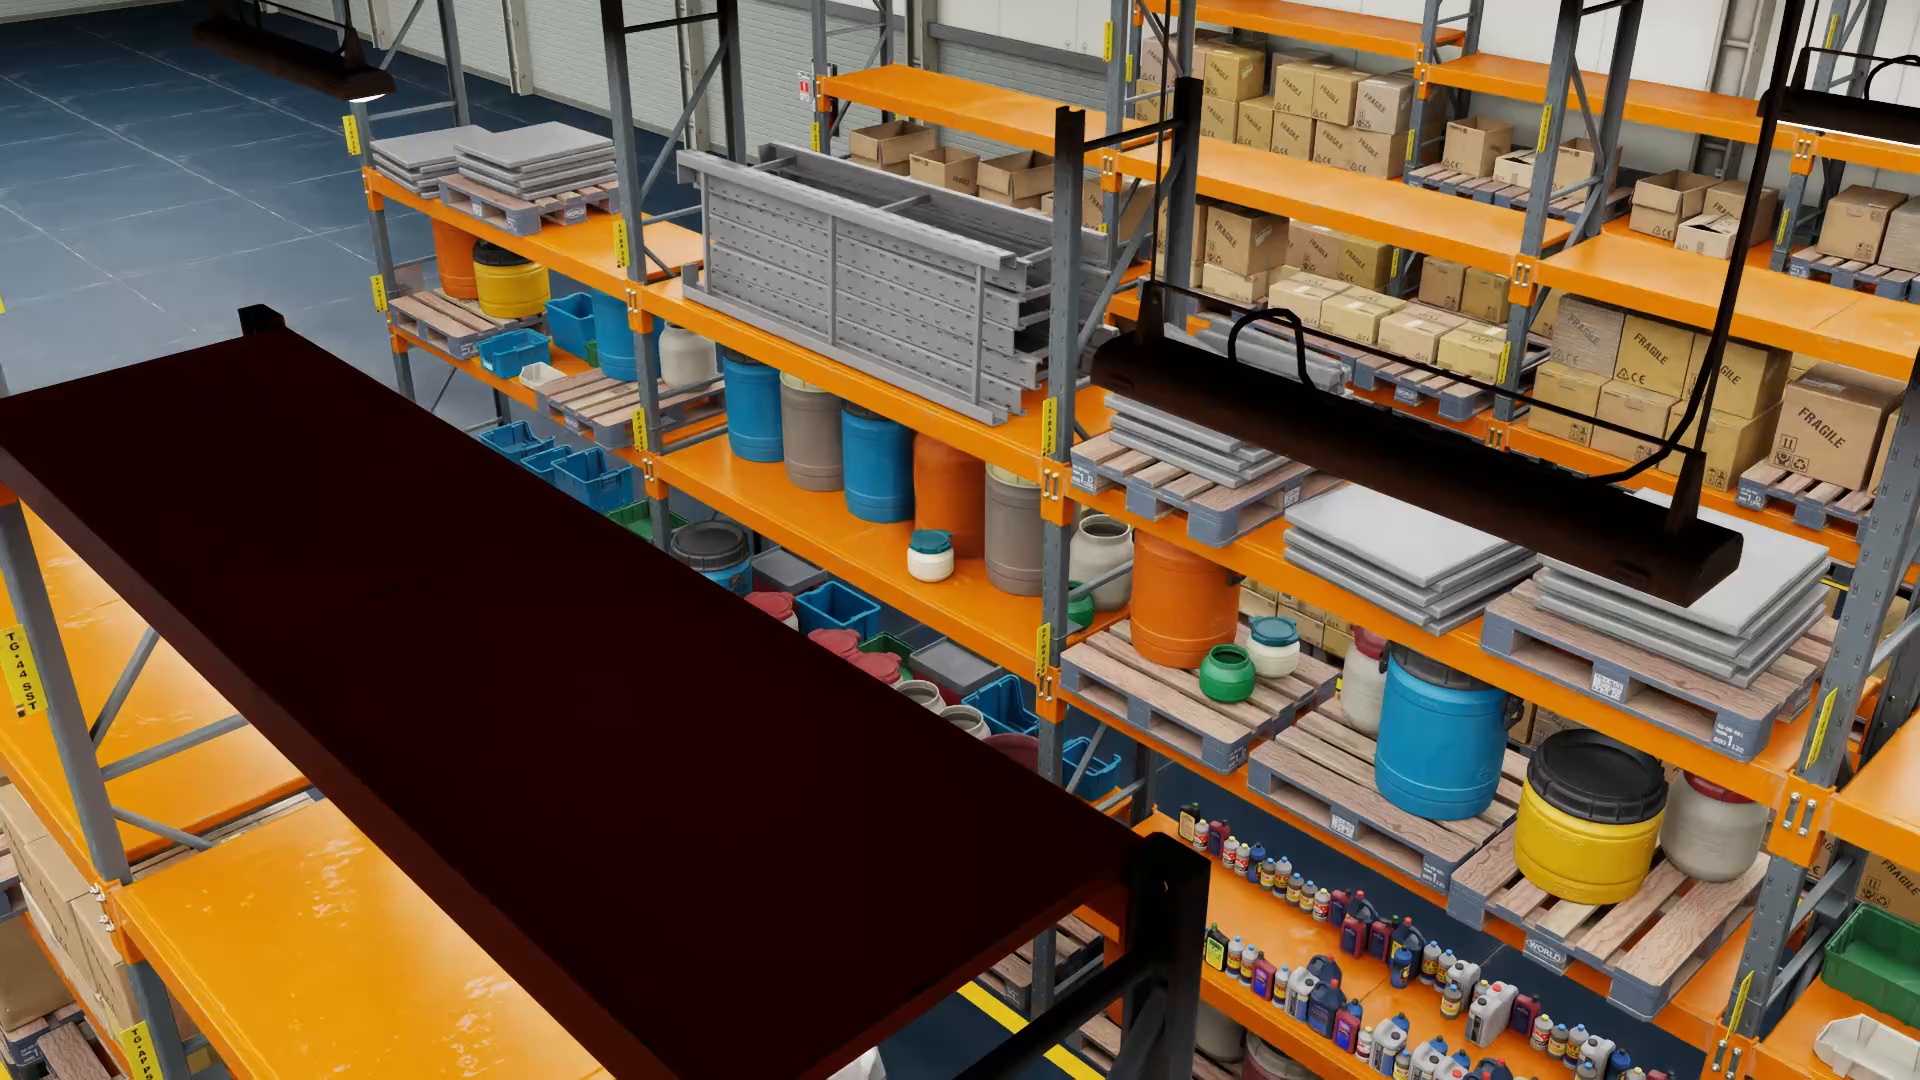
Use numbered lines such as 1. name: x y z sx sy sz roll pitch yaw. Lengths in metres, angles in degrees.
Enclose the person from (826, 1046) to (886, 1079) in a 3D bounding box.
1. person: -0.733 3.024 8.939 0.594 1.602 1.076 -23 36 -36
